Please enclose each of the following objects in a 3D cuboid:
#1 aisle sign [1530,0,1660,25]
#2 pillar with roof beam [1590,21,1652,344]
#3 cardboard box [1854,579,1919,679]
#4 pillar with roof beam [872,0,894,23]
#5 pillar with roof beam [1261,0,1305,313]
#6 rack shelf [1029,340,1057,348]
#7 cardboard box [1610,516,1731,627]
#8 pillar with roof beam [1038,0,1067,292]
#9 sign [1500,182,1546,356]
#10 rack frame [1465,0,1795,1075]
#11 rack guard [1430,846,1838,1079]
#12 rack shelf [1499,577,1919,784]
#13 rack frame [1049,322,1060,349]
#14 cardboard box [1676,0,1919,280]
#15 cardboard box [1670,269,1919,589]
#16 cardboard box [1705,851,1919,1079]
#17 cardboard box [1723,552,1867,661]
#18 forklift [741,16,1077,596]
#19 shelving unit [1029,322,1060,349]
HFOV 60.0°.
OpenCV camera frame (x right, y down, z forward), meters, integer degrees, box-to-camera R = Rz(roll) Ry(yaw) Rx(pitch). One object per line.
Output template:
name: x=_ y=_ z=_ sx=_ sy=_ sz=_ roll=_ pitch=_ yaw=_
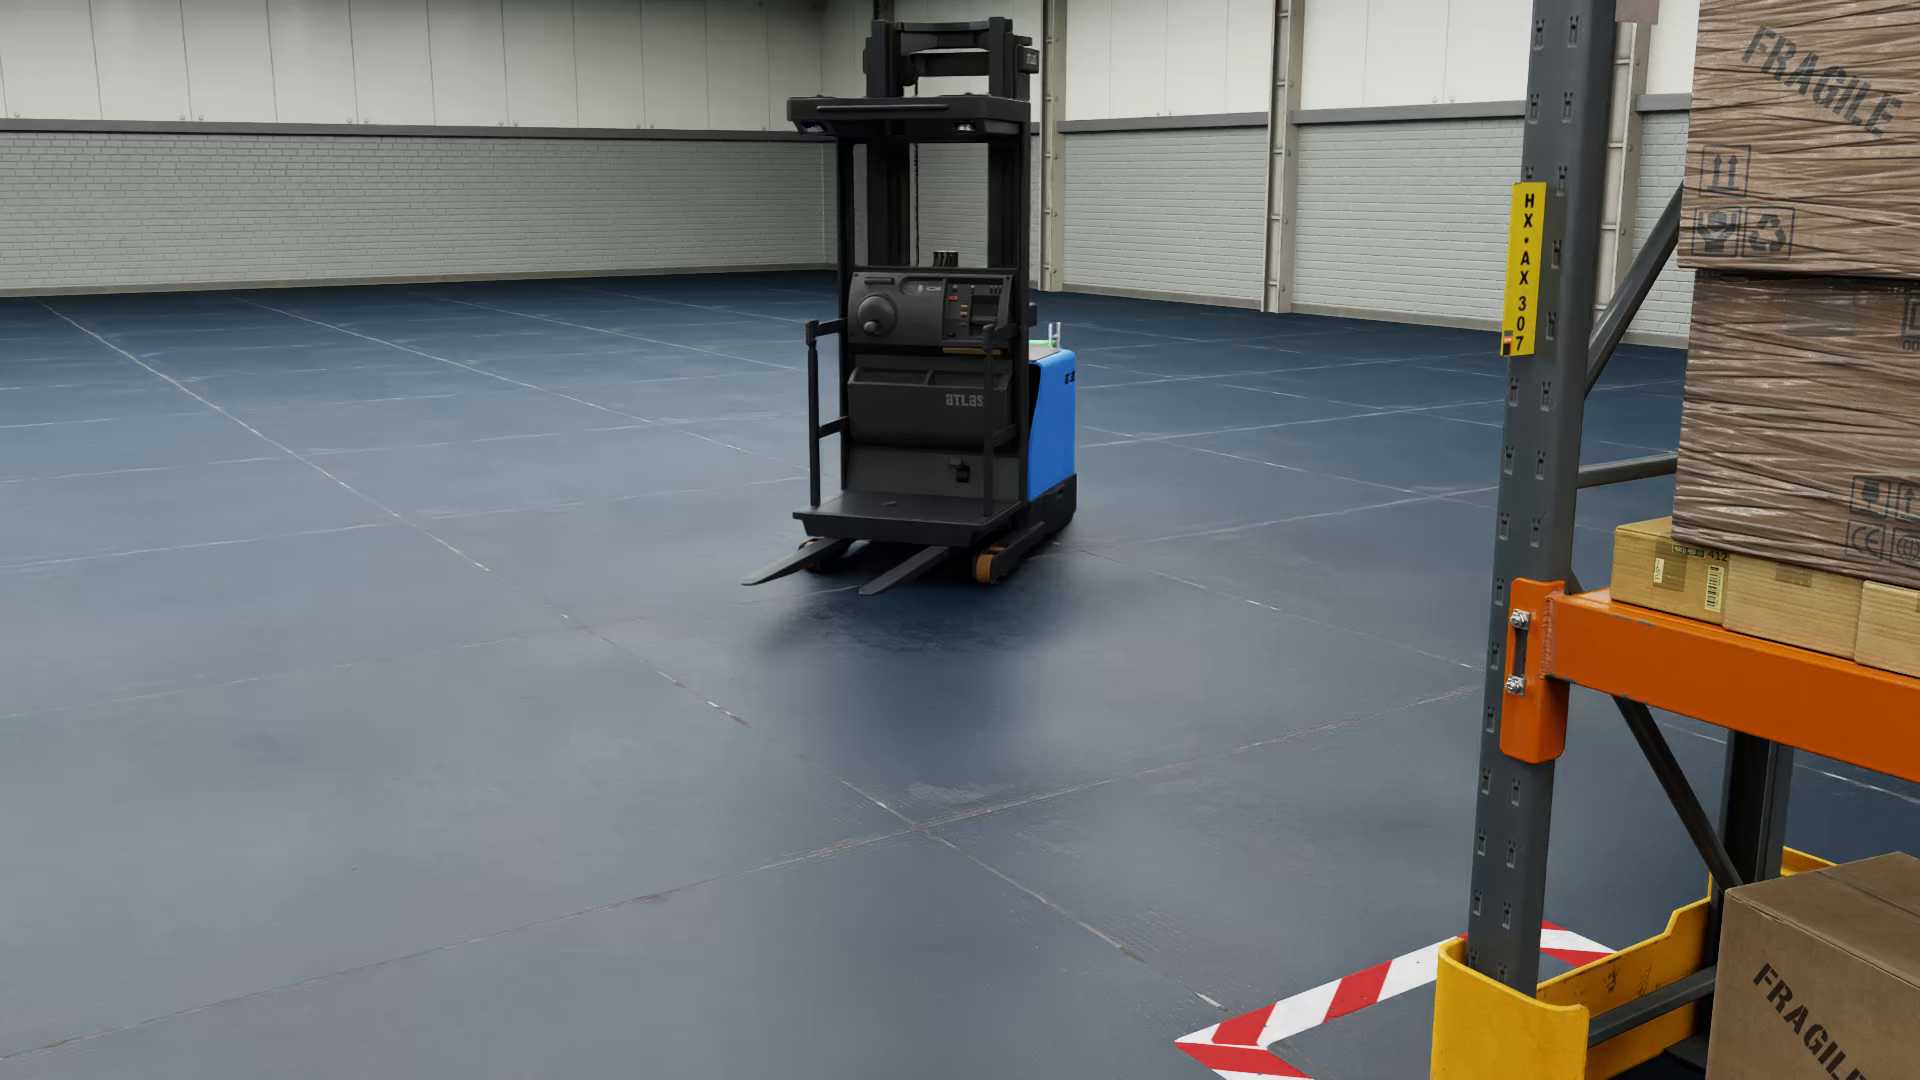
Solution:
aisle sign: x=1.245 y=-1.403 z=3.170 sx=0.394 sy=0.787 sz=0.004 roll=-8 pitch=15 yaw=-33
pillar with roof beam: x=4.775 y=-6.449 z=18.290 sx=9.100 sy=9.000 sz=0.400 roll=-8 pitch=15 yaw=-33
cardboard box: x=1.737 y=0.137 z=2.801 sx=0.380 sy=0.149 sz=0.250 roll=-8 pitch=15 yaw=-33
pillar with roof beam: x=-5.198 y=-9.651 z=32.929 sx=9.100 sy=9.000 sz=0.400 roll=-8 pitch=15 yaw=-33
pillar with roof beam: x=1.451 y=-7.517 z=23.170 sx=9.100 sy=9.000 sz=0.400 roll=-8 pitch=15 yaw=-33
rack shelf: x=0.360 y=-1.200 z=10.569 sx=0.480 sy=0.148 sz=0.258 roll=4 pitch=10 yaw=16
cardboard box: x=1.488 y=0.044 z=3.226 sx=0.380 sy=0.149 sz=0.250 roll=-8 pitch=15 yaw=-33
pillar with roof beam: x=-1.873 y=-8.584 z=28.049 sx=9.100 sy=9.000 sz=0.400 roll=-8 pitch=15 yaw=-33
sign: x=1.077 y=-0.516 z=3.174 sx=0.100 sy=0.325 sz=0.005 roll=-8 pitch=15 yaw=-33
rack frame: x=1.529 y=-0.157 z=3.560 sx=1.000 sy=3.000 sz=0.127 roll=-8 pitch=15 yaw=-33
rack guard: x=1.571 y=1.077 z=3.765 sx=1.175 sy=0.500 sz=0.348 roll=-8 pitch=15 yaw=-33
rack shelf: x=2.637 y=0.550 z=2.010 sx=1.077 sy=0.370 sz=4.000 roll=-8 pitch=15 yaw=-33
rack frame: x=0.588 y=-0.776 z=10.572 sx=0.015 sy=1.200 sz=0.240 roll=4 pitch=10 yaw=16
cardboard box: x=1.607 y=-0.710 z=2.816 sx=0.500 sy=0.500 sz=0.500 roll=-8 pitch=15 yaw=-33
cardboard box: x=1.811 y=-0.250 z=3.055 sx=0.875 sy=0.500 sz=0.500 roll=-8 pitch=15 yaw=-33
cardboard box: x=1.861 y=0.972 z=3.265 sx=0.500 sy=0.500 sz=0.500 roll=-5 pitch=13 yaw=-22
cardboard box: x=1.611 y=0.091 z=3.012 sx=0.380 sy=0.149 sz=0.250 roll=-8 pitch=15 yaw=-33
forklift: x=-0.234 y=-1.291 z=8.904 sx=1.130 sy=2.935 sz=3.031 roll=4 pitch=13 yaw=18
shelving unit: x=0.354 y=-0.790 z=10.639 sx=0.503 sy=1.200 sz=0.258 roll=4 pitch=10 yaw=16
